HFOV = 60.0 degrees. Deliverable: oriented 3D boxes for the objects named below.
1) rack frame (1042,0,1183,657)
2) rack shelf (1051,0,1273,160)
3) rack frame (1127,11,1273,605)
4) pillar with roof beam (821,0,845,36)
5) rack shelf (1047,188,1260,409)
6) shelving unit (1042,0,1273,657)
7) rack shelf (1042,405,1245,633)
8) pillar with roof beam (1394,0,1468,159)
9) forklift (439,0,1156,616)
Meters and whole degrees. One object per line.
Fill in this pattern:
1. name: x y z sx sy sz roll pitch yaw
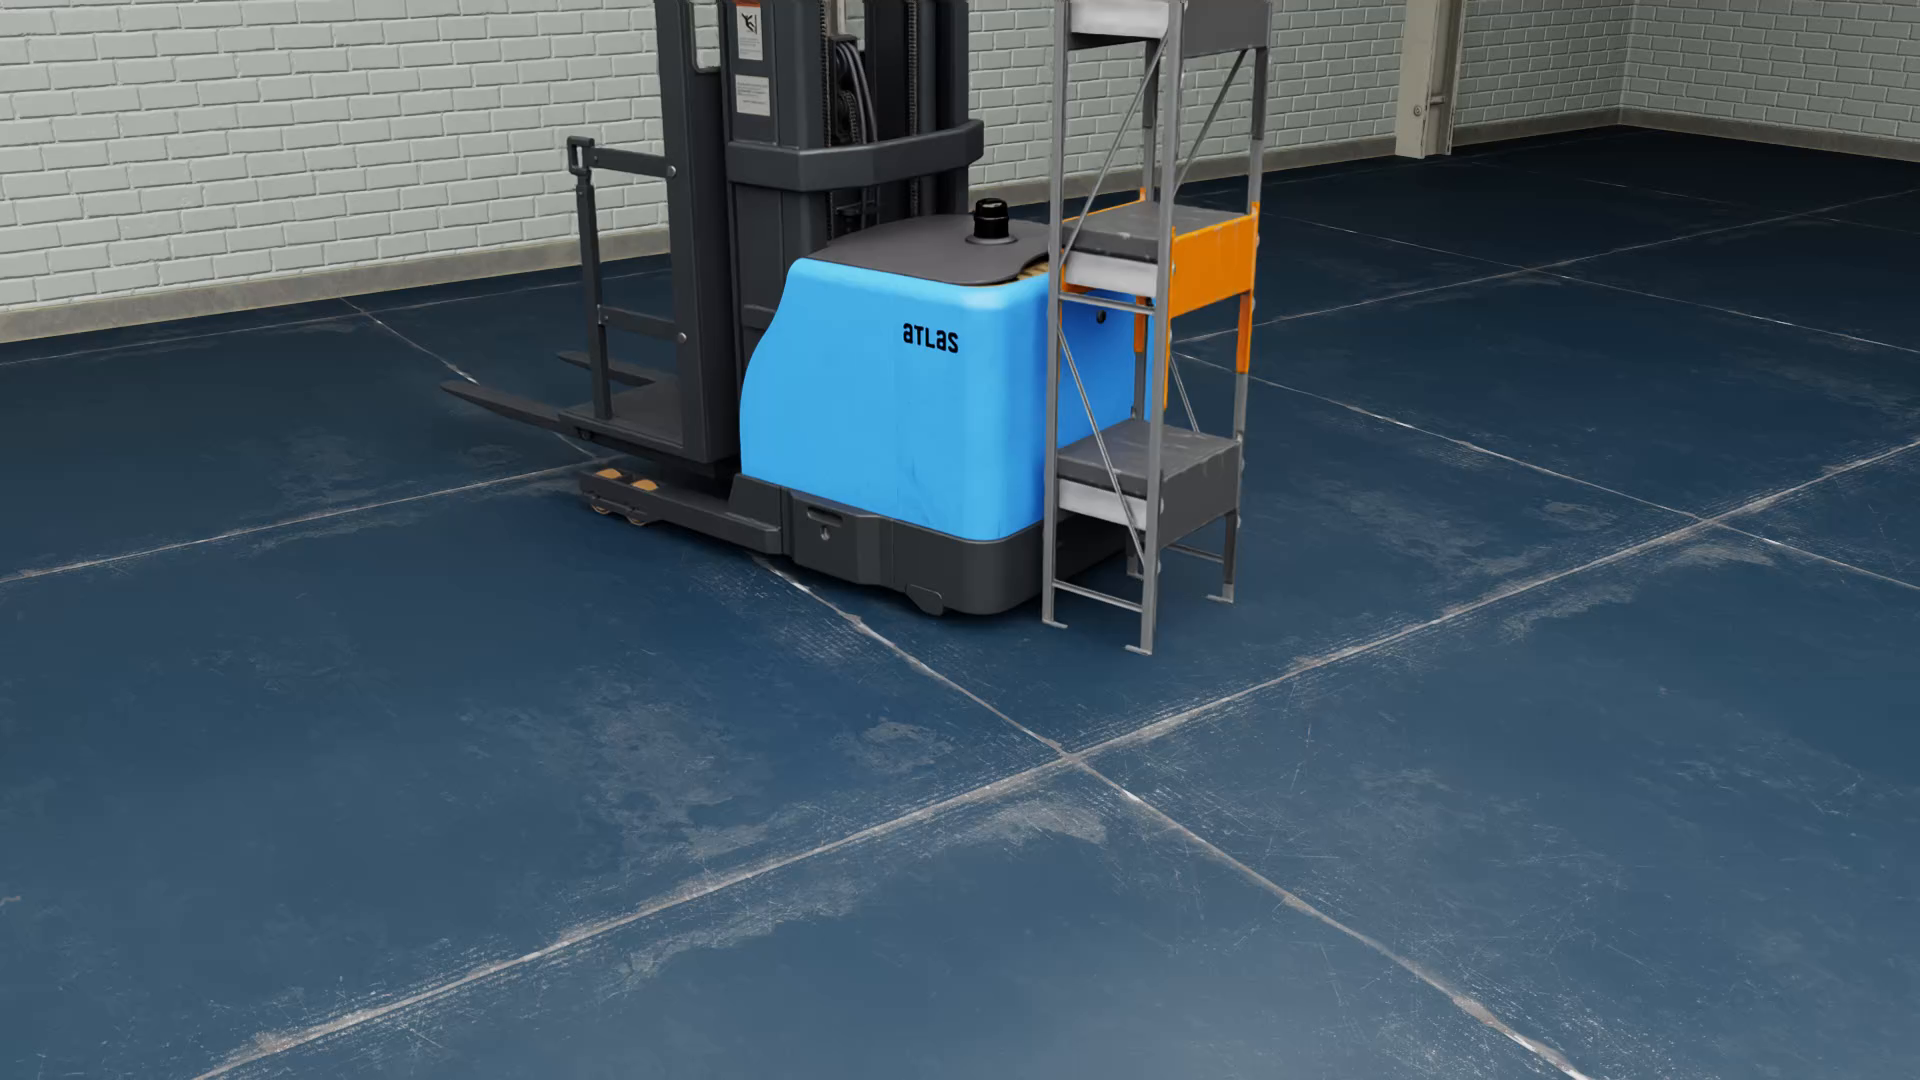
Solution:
1. rack frame: 0.419 -0.670 4.742 0.400 2.100 0.015 16 27 35
2. rack shelf: 0.571 -1.378 4.666 0.431 0.518 0.480 16 27 35
3. rack frame: 0.722 -0.812 5.098 0.400 2.100 0.015 16 27 35
4. pillar with roof beam: 1.554 -4.854 5.918 0.400 9.000 9.100 -15 26 -33
5. rack shelf: 0.571 -0.728 4.925 0.431 0.518 0.480 16 27 35
6. shelving unit: 0.571 -0.741 4.920 0.431 2.100 0.503 16 27 35
7. rack shelf: 0.571 -0.078 5.184 0.431 0.518 0.480 16 27 35
8. pillar with roof beam: 6.424 -6.152 9.173 0.400 9.000 9.100 -15 26 -33
9. forklift: -0.775 -1.548 5.822 3.031 2.935 1.130 16 27 35
